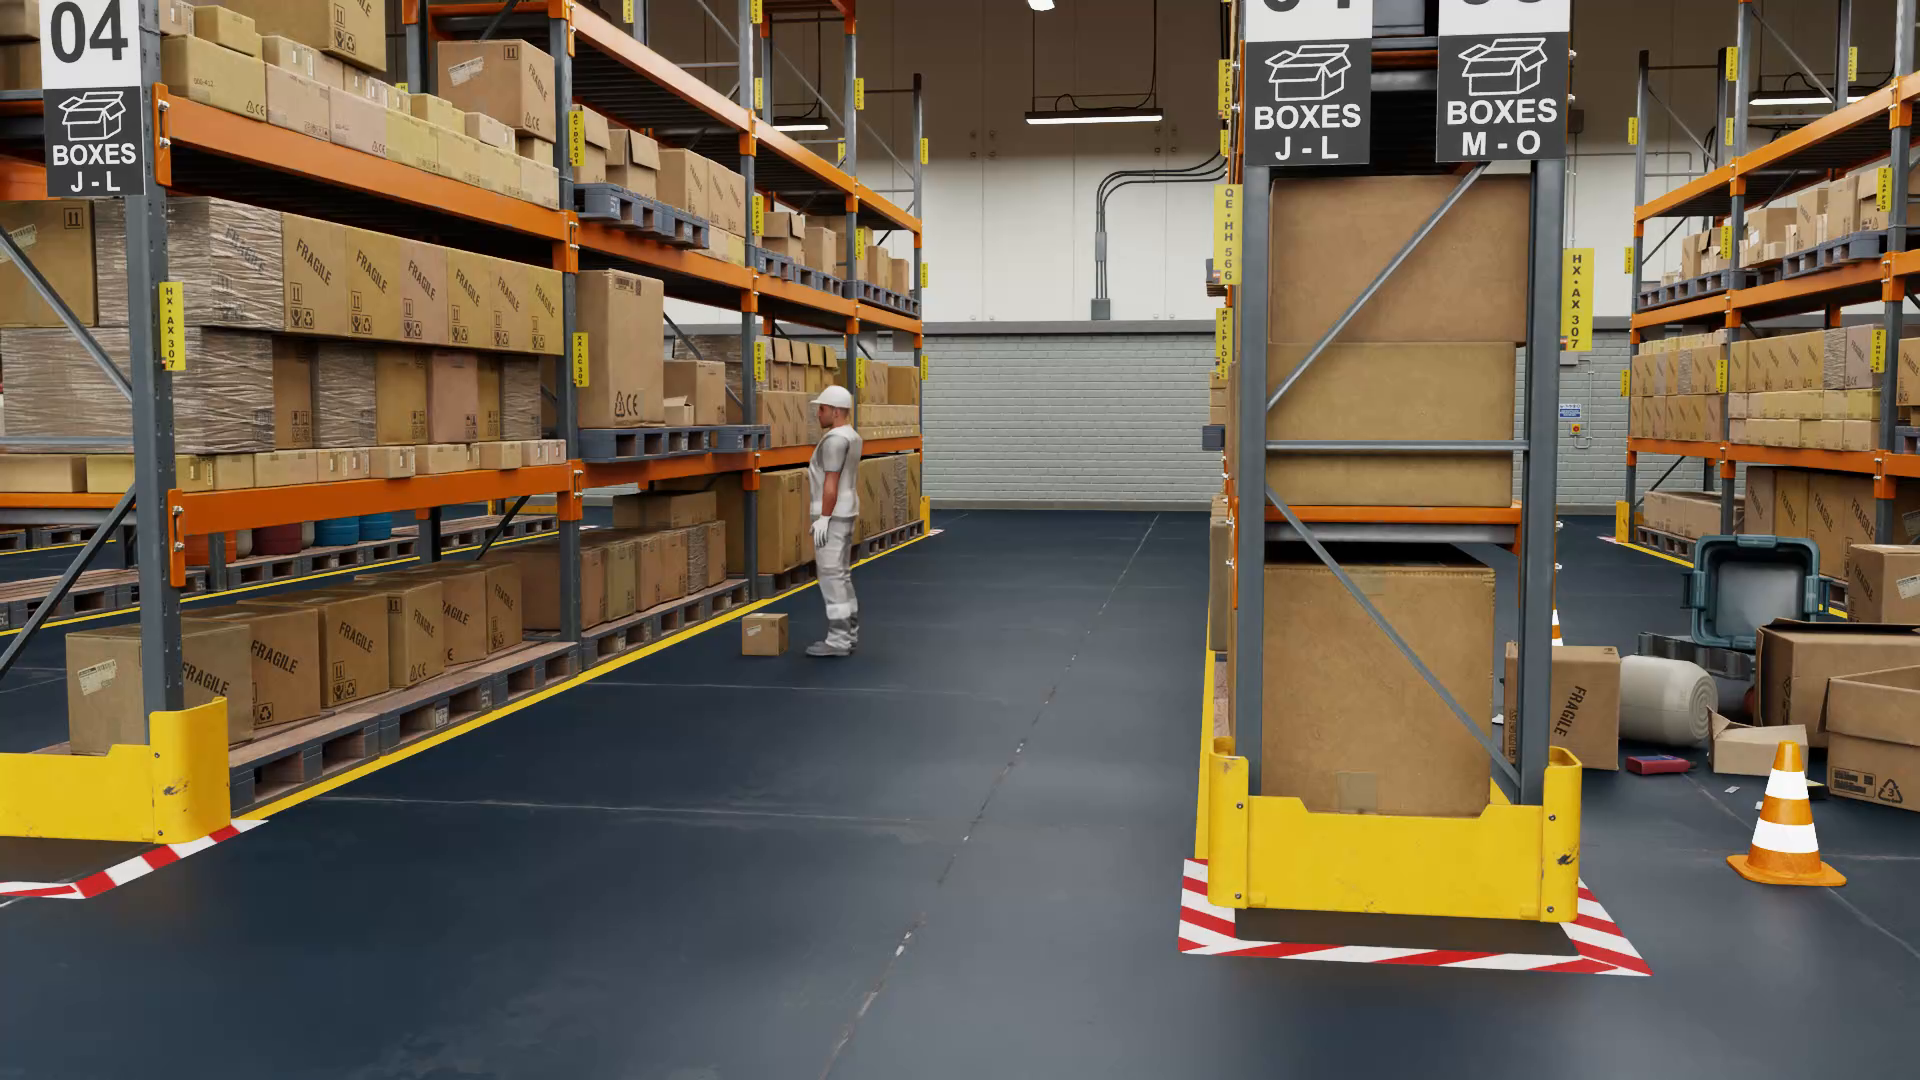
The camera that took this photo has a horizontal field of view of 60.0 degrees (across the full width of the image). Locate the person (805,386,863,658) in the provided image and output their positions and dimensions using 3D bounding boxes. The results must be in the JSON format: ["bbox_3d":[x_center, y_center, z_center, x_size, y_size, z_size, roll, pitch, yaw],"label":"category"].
[{"bbox_3d":[-0.846,-0.126,11.052,0.355,1.789,0.523,1,4,10],"label":"person"}]
